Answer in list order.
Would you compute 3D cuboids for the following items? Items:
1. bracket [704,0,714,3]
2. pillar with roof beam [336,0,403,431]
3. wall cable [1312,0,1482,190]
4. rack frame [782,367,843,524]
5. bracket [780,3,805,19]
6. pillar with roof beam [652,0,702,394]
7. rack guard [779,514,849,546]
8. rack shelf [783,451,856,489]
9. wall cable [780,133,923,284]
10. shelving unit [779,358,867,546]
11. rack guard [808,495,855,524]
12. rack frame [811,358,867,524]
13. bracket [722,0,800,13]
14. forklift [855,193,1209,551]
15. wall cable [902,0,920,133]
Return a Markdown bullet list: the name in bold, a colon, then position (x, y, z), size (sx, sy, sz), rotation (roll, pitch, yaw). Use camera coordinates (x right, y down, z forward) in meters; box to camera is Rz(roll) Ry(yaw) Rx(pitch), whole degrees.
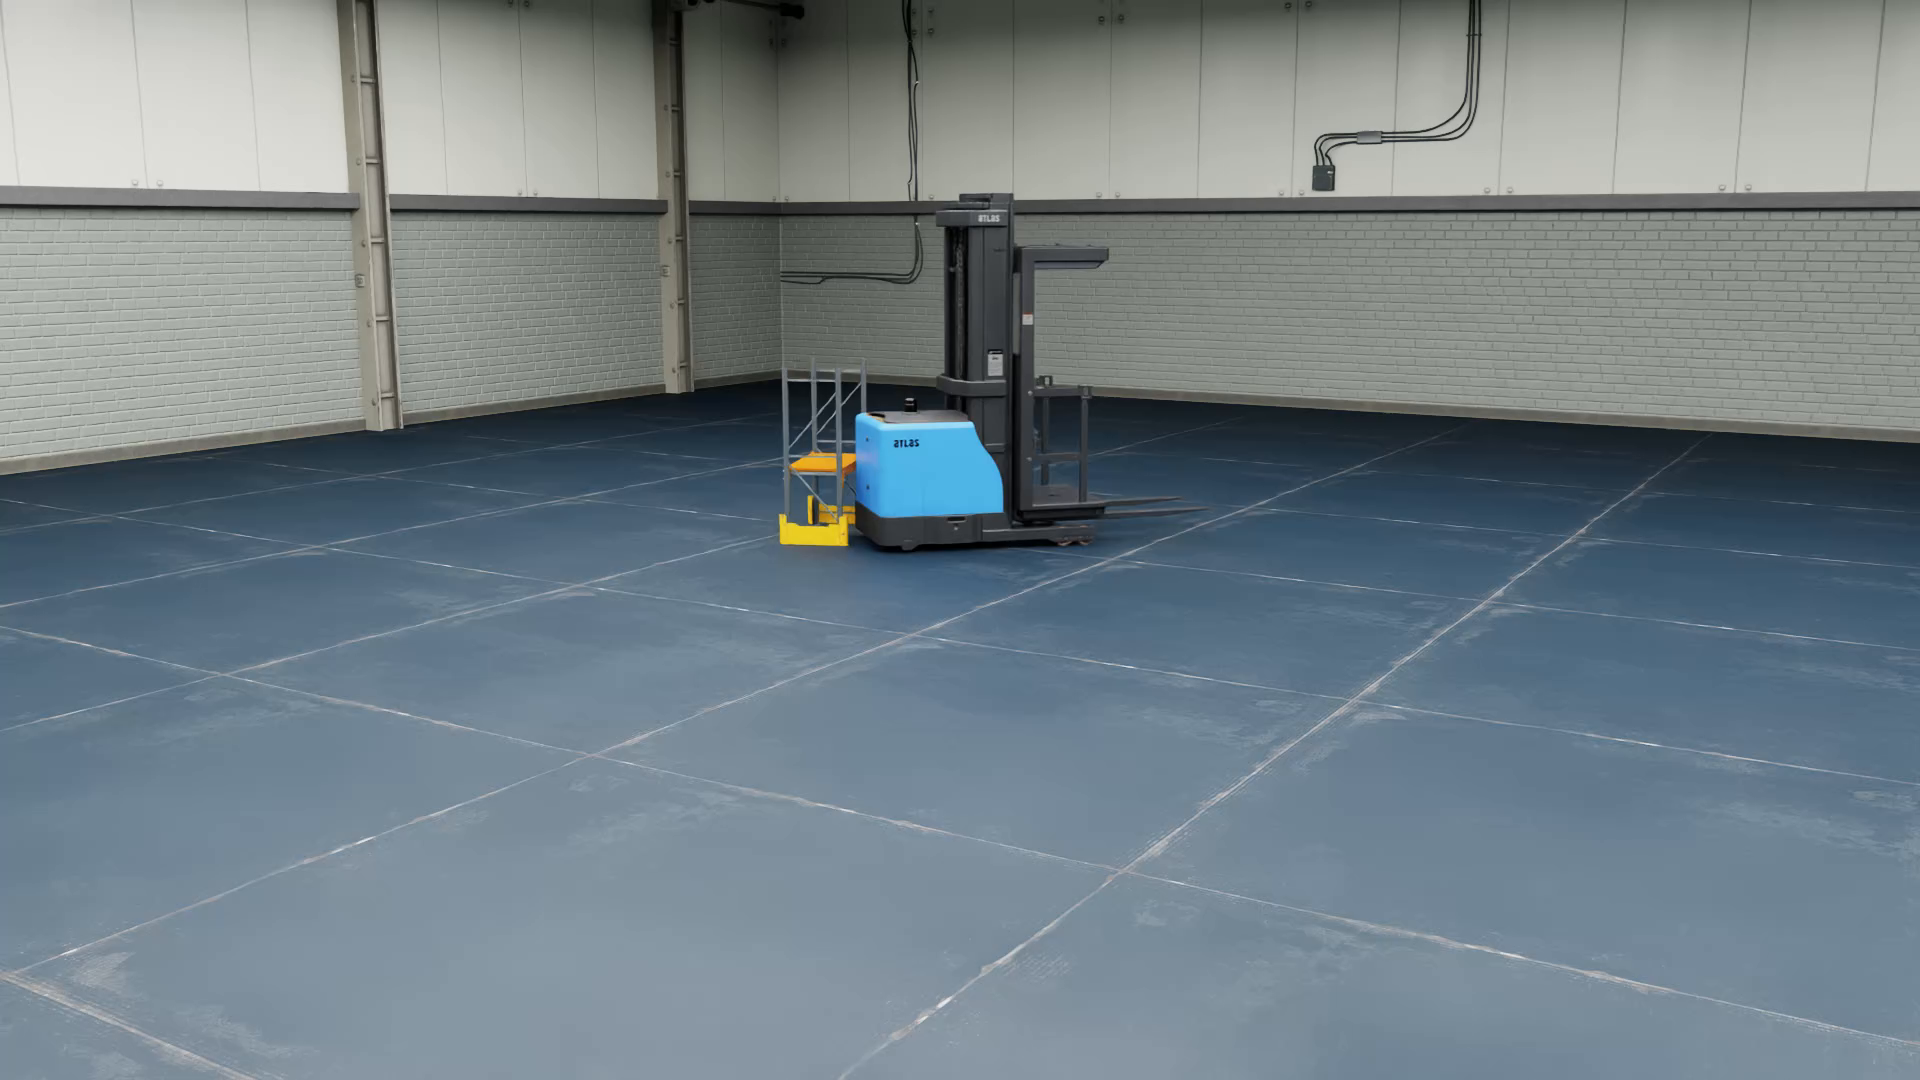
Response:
- **bracket**: position (-4.102, -8.660, 26.389), size (0.235, 0.232, 0.430), rotation (6, 12, 31)
- **pillar with roof beam**: position (-4.057, -5.504, 19.316), size (9.100, 9.000, 0.400), rotation (6, 12, 31)
- **wall cable**: position (6.144, -7.958, 23.182), size (2.305, 6.003, 0.169), rotation (6, 12, 31)
- **rack frame**: position (-1.243, -0.701, 14.039), size (0.500, 1.500, 0.032), rotation (2, 11, 9)
- **bracket**: position (-2.872, -9.033, 28.380), size (0.235, 0.232, 0.430), rotation (6, 12, 31)
- **pillar with roof beam**: position (-0.942, -6.448, 24.356), size (9.100, 9.000, 0.548), rotation (6, 12, 31)
- **rack guard**: position (-1.243, -0.087, 14.155), size (0.587, 0.250, 0.087), rotation (2, 11, 9)
- **rack shelf**: position (-1.166, -0.617, 14.566), size (0.538, 0.185, 1.000), rotation (2, 11, 9)
- **wall cable**: position (-1.962, -5.670, 28.639), size (3.097, 2.526, 0.112), rotation (6, 12, 31)
- **shelving unit**: position (-1.167, -0.792, 14.524), size (0.587, 1.500, 1.083), rotation (2, 11, 9)
- **rack guard**: position (-1.091, -0.268, 15.123), size (0.587, 0.250, 0.087), rotation (2, 11, 9)
- **rack frame**: position (-1.088, -0.886, 15.027), size (0.500, 1.500, 0.032), rotation (2, 11, 9)
- **bracket**: position (-3.179, -8.940, 27.884), size (0.076, 0.066, 3.189), rotation (6, 12, 31)
- **forklift**: position (0.653, -1.483, 14.327), size (3.031, 2.935, 1.130), rotation (-3, 11, -16)
- **wall cable**: position (0.350, -7.894, 26.794), size (3.097, 2.526, 0.112), rotation (6, 12, 31)
